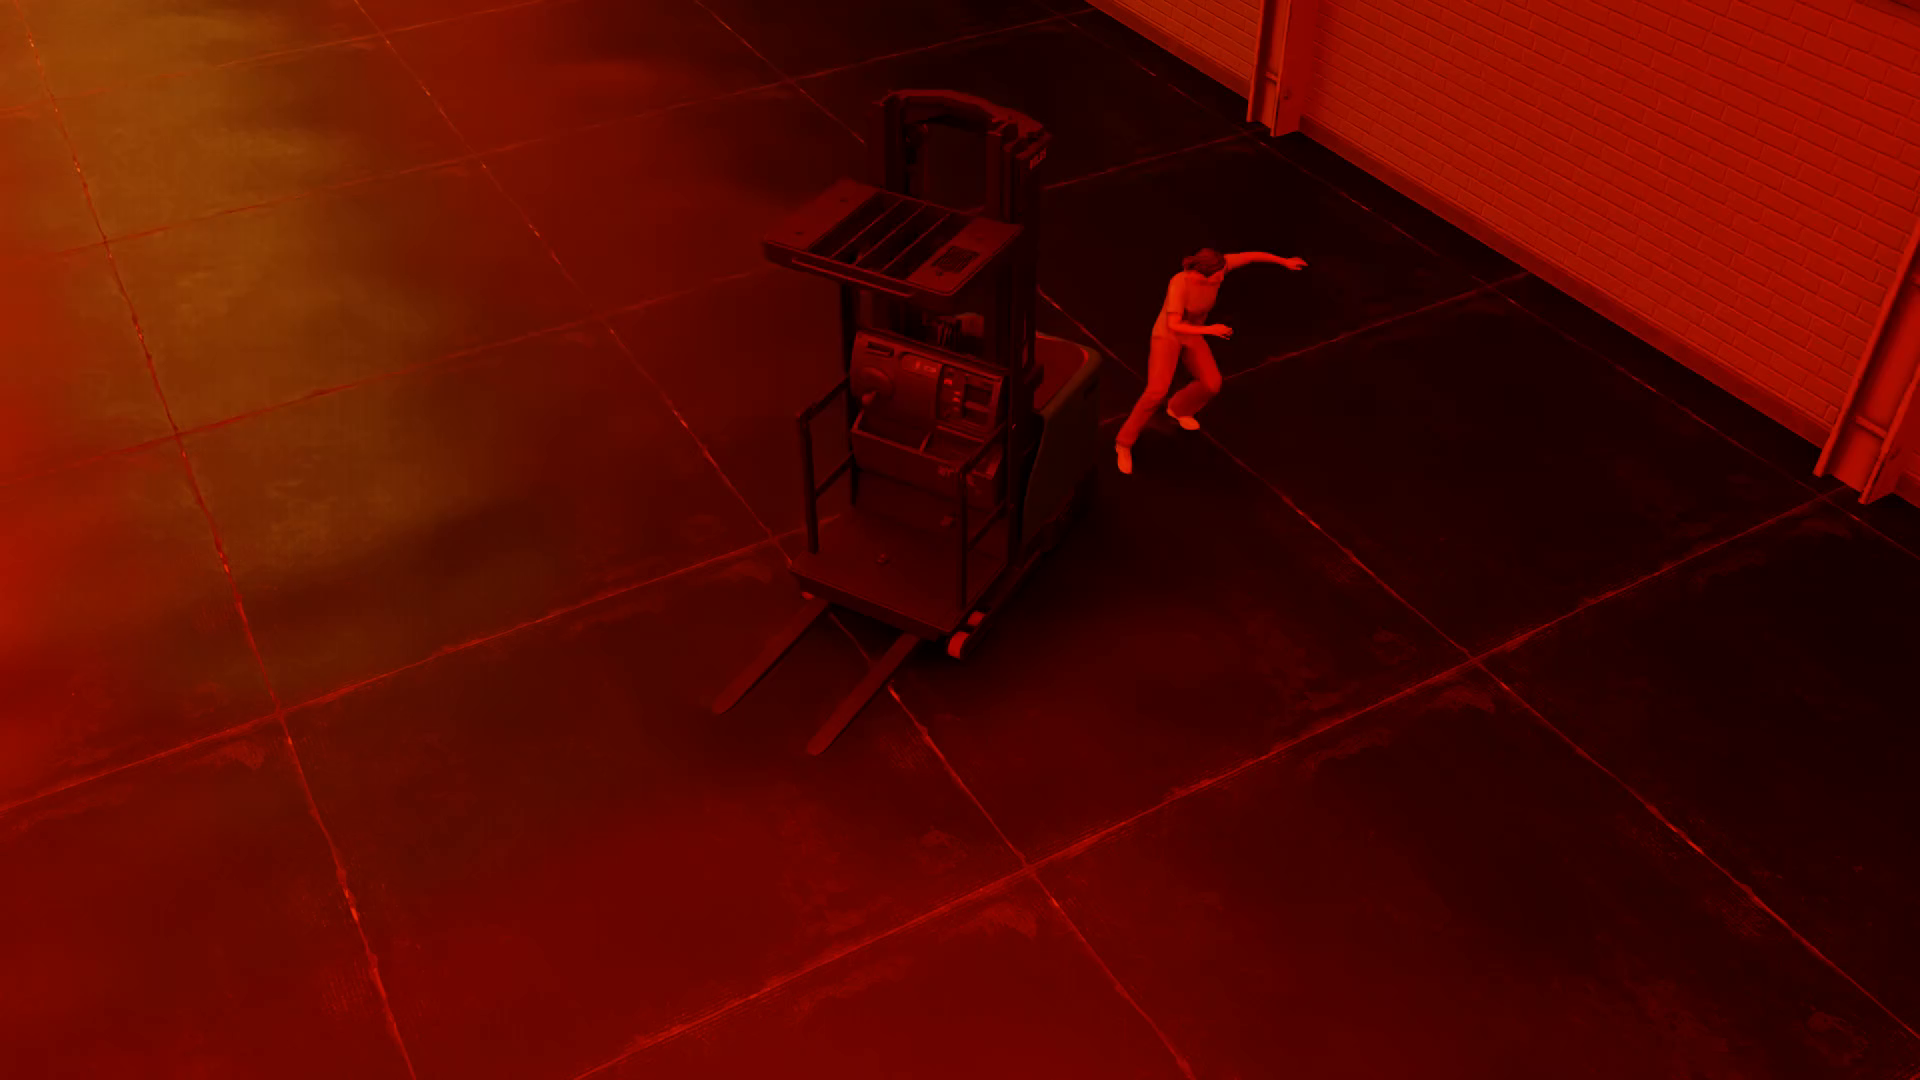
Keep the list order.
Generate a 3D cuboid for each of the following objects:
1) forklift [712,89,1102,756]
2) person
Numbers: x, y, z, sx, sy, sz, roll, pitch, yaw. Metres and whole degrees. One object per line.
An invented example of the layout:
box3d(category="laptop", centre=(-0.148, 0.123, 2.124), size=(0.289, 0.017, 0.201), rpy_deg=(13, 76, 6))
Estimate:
box3d(category="forklift", centre=(-0.292, -0.780, 8.977), size=(1.130, 2.935, 3.031), rpy_deg=(20, 44, 22))
box3d(category="person", centre=(1.591, -1.281, 10.791), size=(1.429, 1.396, 0.707), rpy_deg=(-22, 45, -24))
